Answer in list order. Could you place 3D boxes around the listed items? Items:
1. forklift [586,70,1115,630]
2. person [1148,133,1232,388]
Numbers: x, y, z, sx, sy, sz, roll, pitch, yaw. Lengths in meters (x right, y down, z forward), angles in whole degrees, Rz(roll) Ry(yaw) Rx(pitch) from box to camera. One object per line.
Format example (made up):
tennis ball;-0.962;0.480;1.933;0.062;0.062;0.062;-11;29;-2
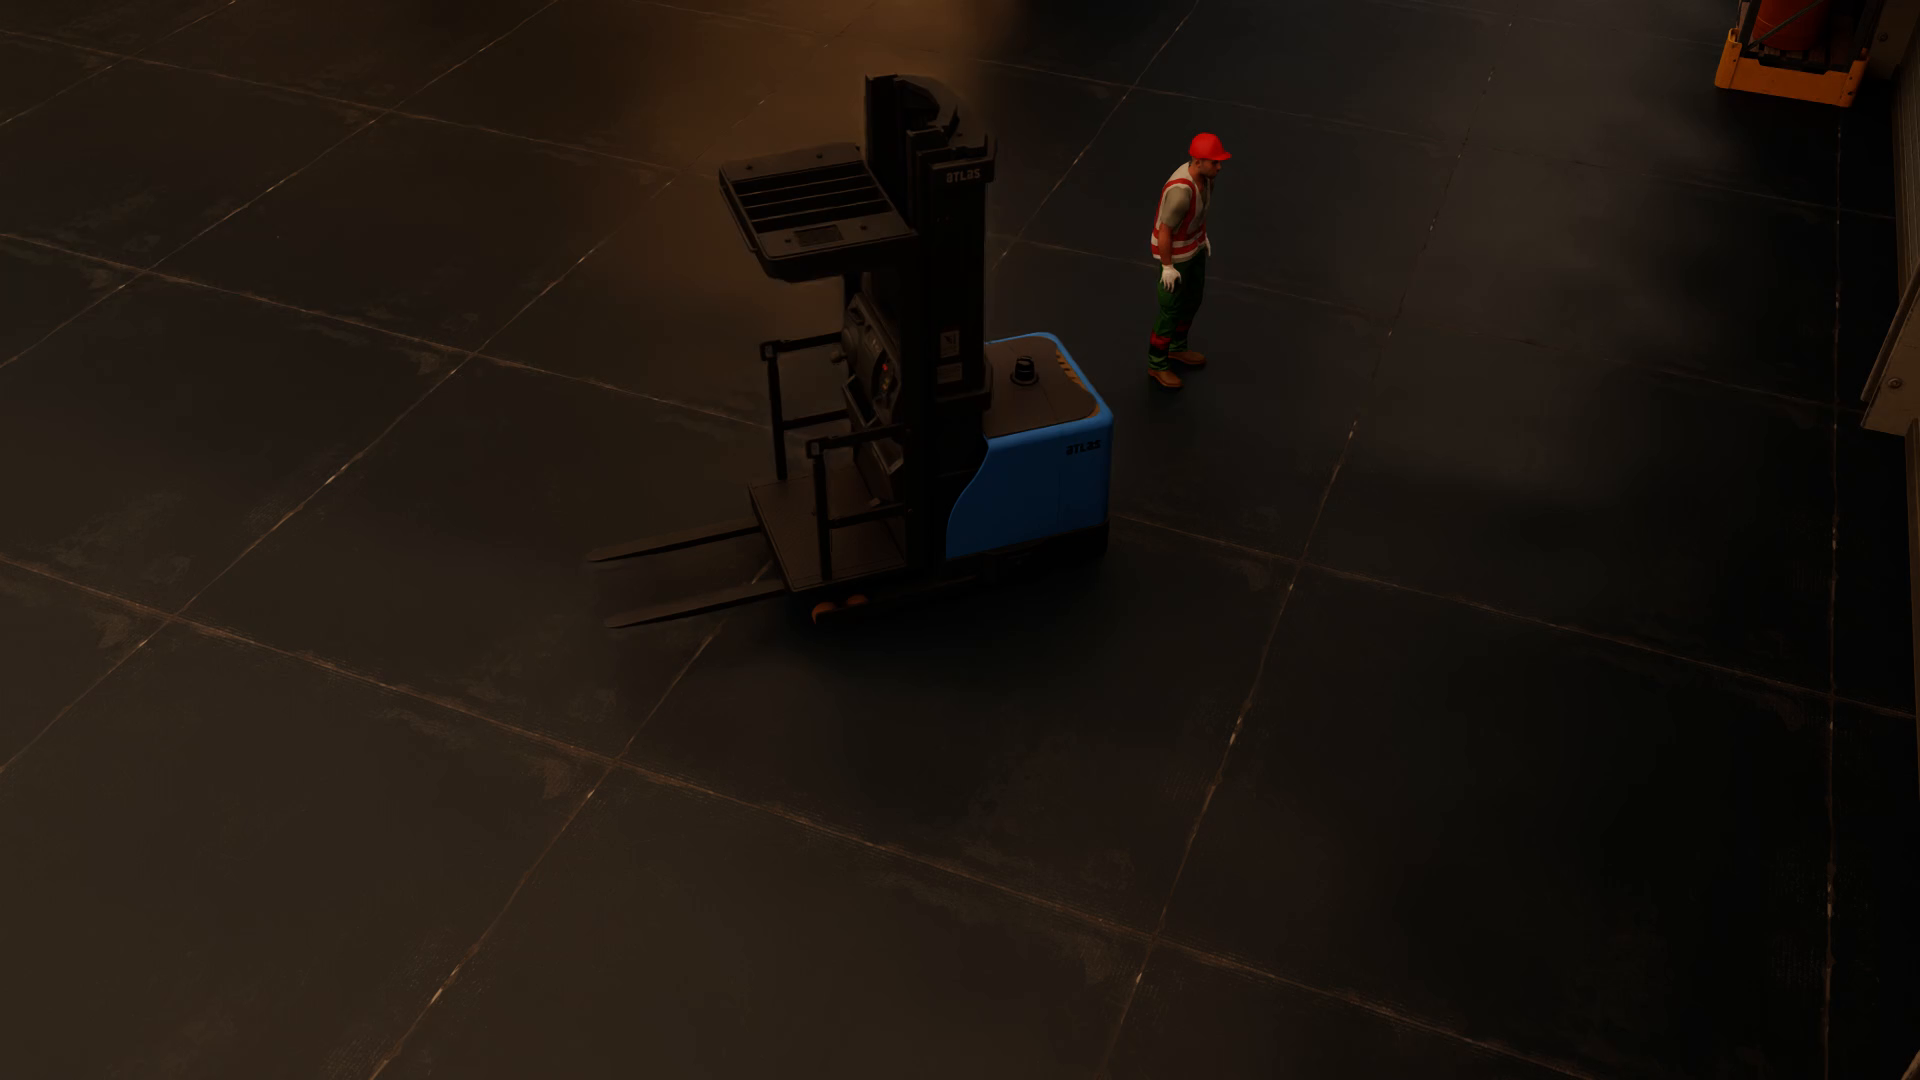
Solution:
forklift;-0.674;-0.985;9.183;3.031;2.935;1.130;-13;42;-15
person;1.521;-1.914;11.194;0.451;1.778;0.611;23;45;25
